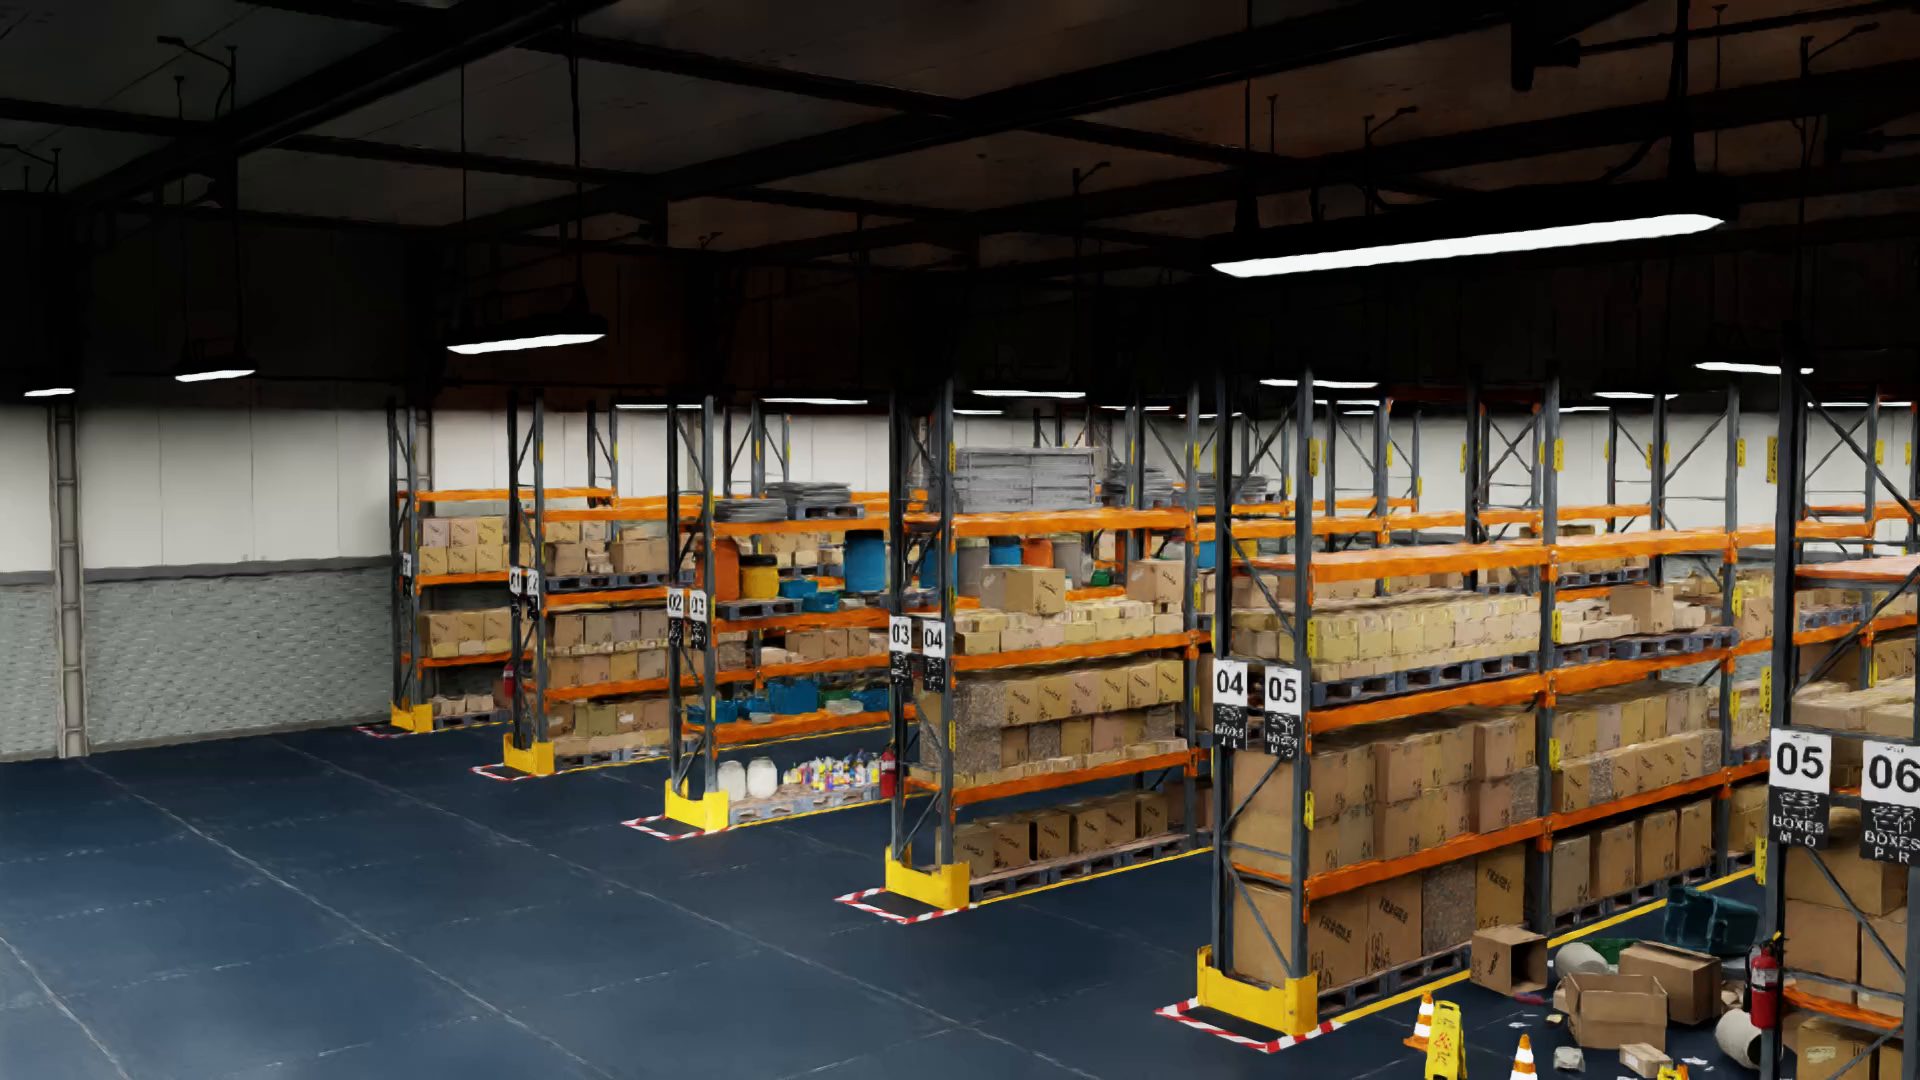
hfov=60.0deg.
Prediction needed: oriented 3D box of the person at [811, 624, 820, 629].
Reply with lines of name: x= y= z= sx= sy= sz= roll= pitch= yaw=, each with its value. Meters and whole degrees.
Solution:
person: x=-2.916 y=2.380 z=33.841 sx=0.399 sy=1.584 sz=0.994 roll=3 pitch=4 yaw=42

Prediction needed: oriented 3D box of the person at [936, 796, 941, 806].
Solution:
person: x=-0.166 y=2.932 z=23.350 sx=0.310 sy=1.591 sz=0.494 roll=1 pitch=4 yaw=21
